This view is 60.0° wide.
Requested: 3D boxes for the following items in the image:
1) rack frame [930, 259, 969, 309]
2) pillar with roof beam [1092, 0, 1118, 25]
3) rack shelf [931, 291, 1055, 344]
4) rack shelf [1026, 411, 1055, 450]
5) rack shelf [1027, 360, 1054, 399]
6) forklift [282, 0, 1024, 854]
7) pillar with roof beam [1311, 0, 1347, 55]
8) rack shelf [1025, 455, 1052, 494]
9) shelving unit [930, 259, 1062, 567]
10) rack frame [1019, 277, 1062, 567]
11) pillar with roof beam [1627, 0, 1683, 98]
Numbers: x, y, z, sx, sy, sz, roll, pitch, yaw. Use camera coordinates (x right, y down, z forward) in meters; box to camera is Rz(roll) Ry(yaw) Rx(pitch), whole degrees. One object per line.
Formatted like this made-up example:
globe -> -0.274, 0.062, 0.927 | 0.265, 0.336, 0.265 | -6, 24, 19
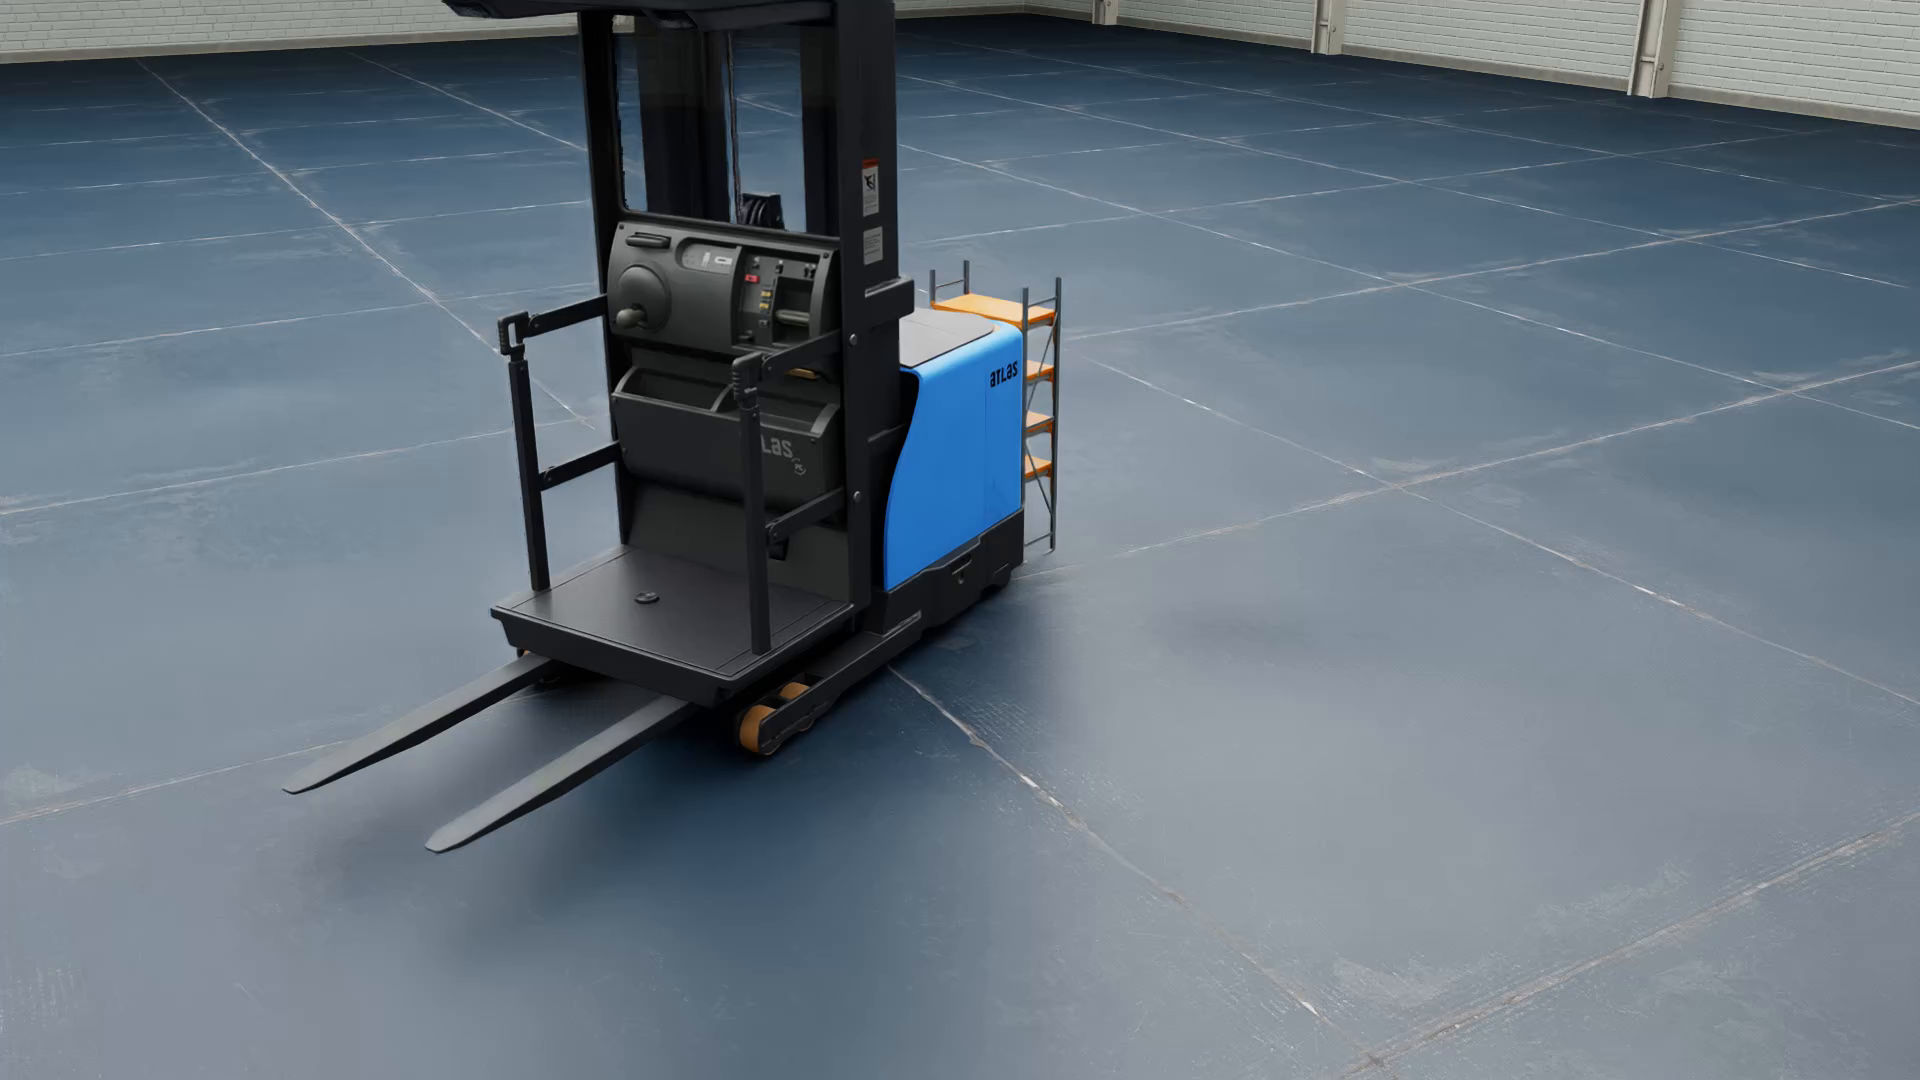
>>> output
rack frame -> -0.044, -0.598, 7.188 | 0.015, 1.200, 0.240 | 18, 28, 37
pillar with roof beam -> -1.009, -12.927, 27.164 | 9.100, 9.000, 0.400 | -13, 25, -28
rack shelf -> 0.143, -0.902, 6.894 | 0.480, 0.148, 0.258 | 18, 28, 37
rack shelf -> 0.143, -0.476, 7.068 | 0.480, 0.148, 0.258 | 18, 28, 37
rack shelf -> 0.143, -0.683, 6.984 | 0.480, 0.148, 0.258 | 18, 28, 37
forklift -> -0.935, -0.839, 5.483 | 1.130, 2.935, 3.031 | 13, 25, 29
pillar with roof beam -> 2.056, -10.985, 22.386 | 9.100, 9.000, 0.400 | -13, 25, -28
rack shelf -> 0.143, -0.292, 7.143 | 0.480, 0.148, 0.258 | 18, 28, 37
shelving unit -> 0.143, -0.538, 7.042 | 0.503, 1.200, 0.258 | 18, 28, 37
rack frame -> 0.330, -0.479, 6.897 | 0.015, 1.200, 0.240 | 18, 28, 37
pillar with roof beam -> 5.121, -9.042, 17.607 | 9.100, 9.000, 0.400 | -13, 25, -28
